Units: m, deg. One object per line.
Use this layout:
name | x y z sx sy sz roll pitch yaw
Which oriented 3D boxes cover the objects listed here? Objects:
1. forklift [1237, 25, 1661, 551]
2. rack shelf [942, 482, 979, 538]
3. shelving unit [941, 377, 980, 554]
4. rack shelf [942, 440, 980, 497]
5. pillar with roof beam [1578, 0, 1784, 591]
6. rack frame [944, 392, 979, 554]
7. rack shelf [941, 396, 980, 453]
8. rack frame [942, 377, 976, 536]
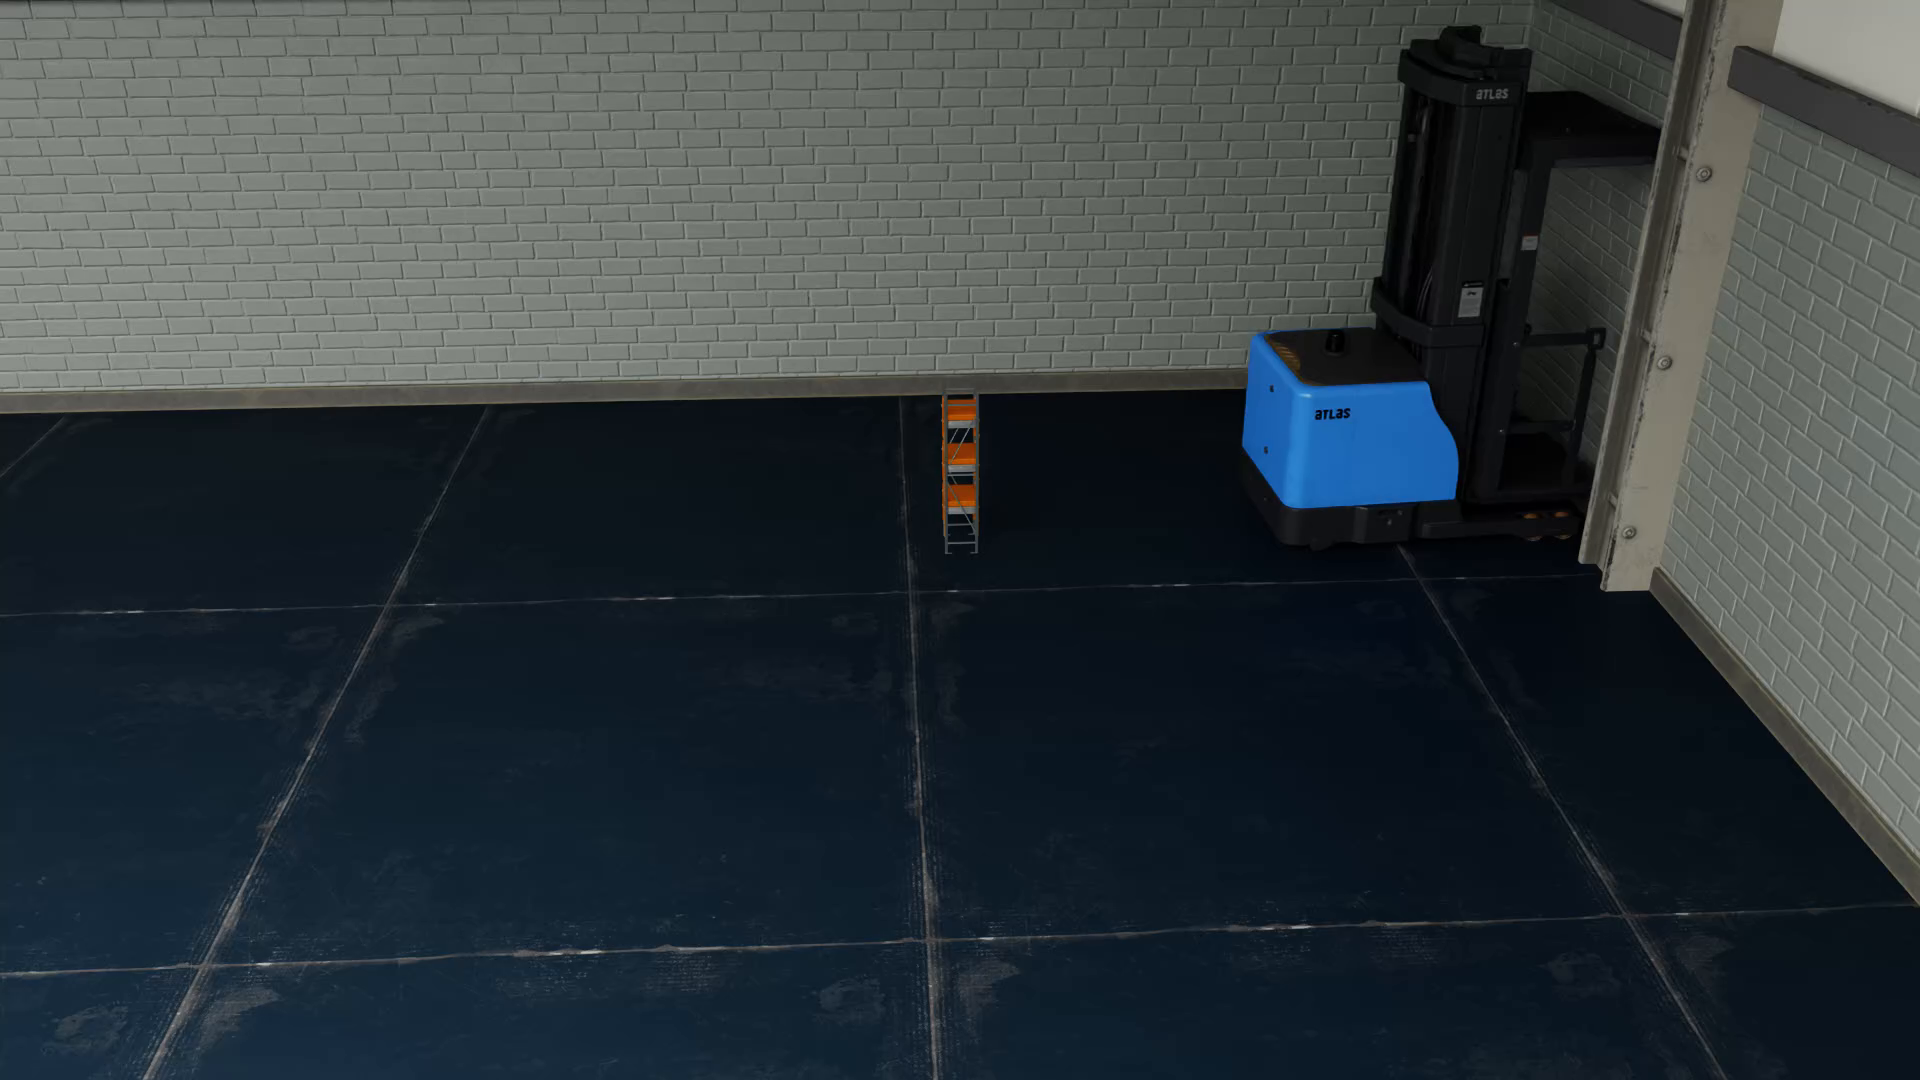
forklift | 3.368 -1.532 10.018 3.031 2.935 1.130 -4 28 -7
rack shelf | 0.003 -0.185 10.093 0.215 0.259 0.240 -1 28 -3
shelving unit | 0.003 -0.441 9.960 0.215 1.050 0.252 -1 28 -3
rack shelf | 0.003 -0.431 9.965 0.215 0.259 0.240 -1 28 -3
pillar with roof beam | -0.412 -3.683 7.580 9.100 9.000 0.400 -1 28 -3
rack frame | 0.009 -0.384 9.852 0.200 1.050 0.008 -1 28 -3
rack shelf | 0.003 -0.683 9.834 0.215 0.259 0.240 -1 28 -3
rack frame | -0.004 -0.497 10.068 0.200 1.050 0.008 -1 28 -3
